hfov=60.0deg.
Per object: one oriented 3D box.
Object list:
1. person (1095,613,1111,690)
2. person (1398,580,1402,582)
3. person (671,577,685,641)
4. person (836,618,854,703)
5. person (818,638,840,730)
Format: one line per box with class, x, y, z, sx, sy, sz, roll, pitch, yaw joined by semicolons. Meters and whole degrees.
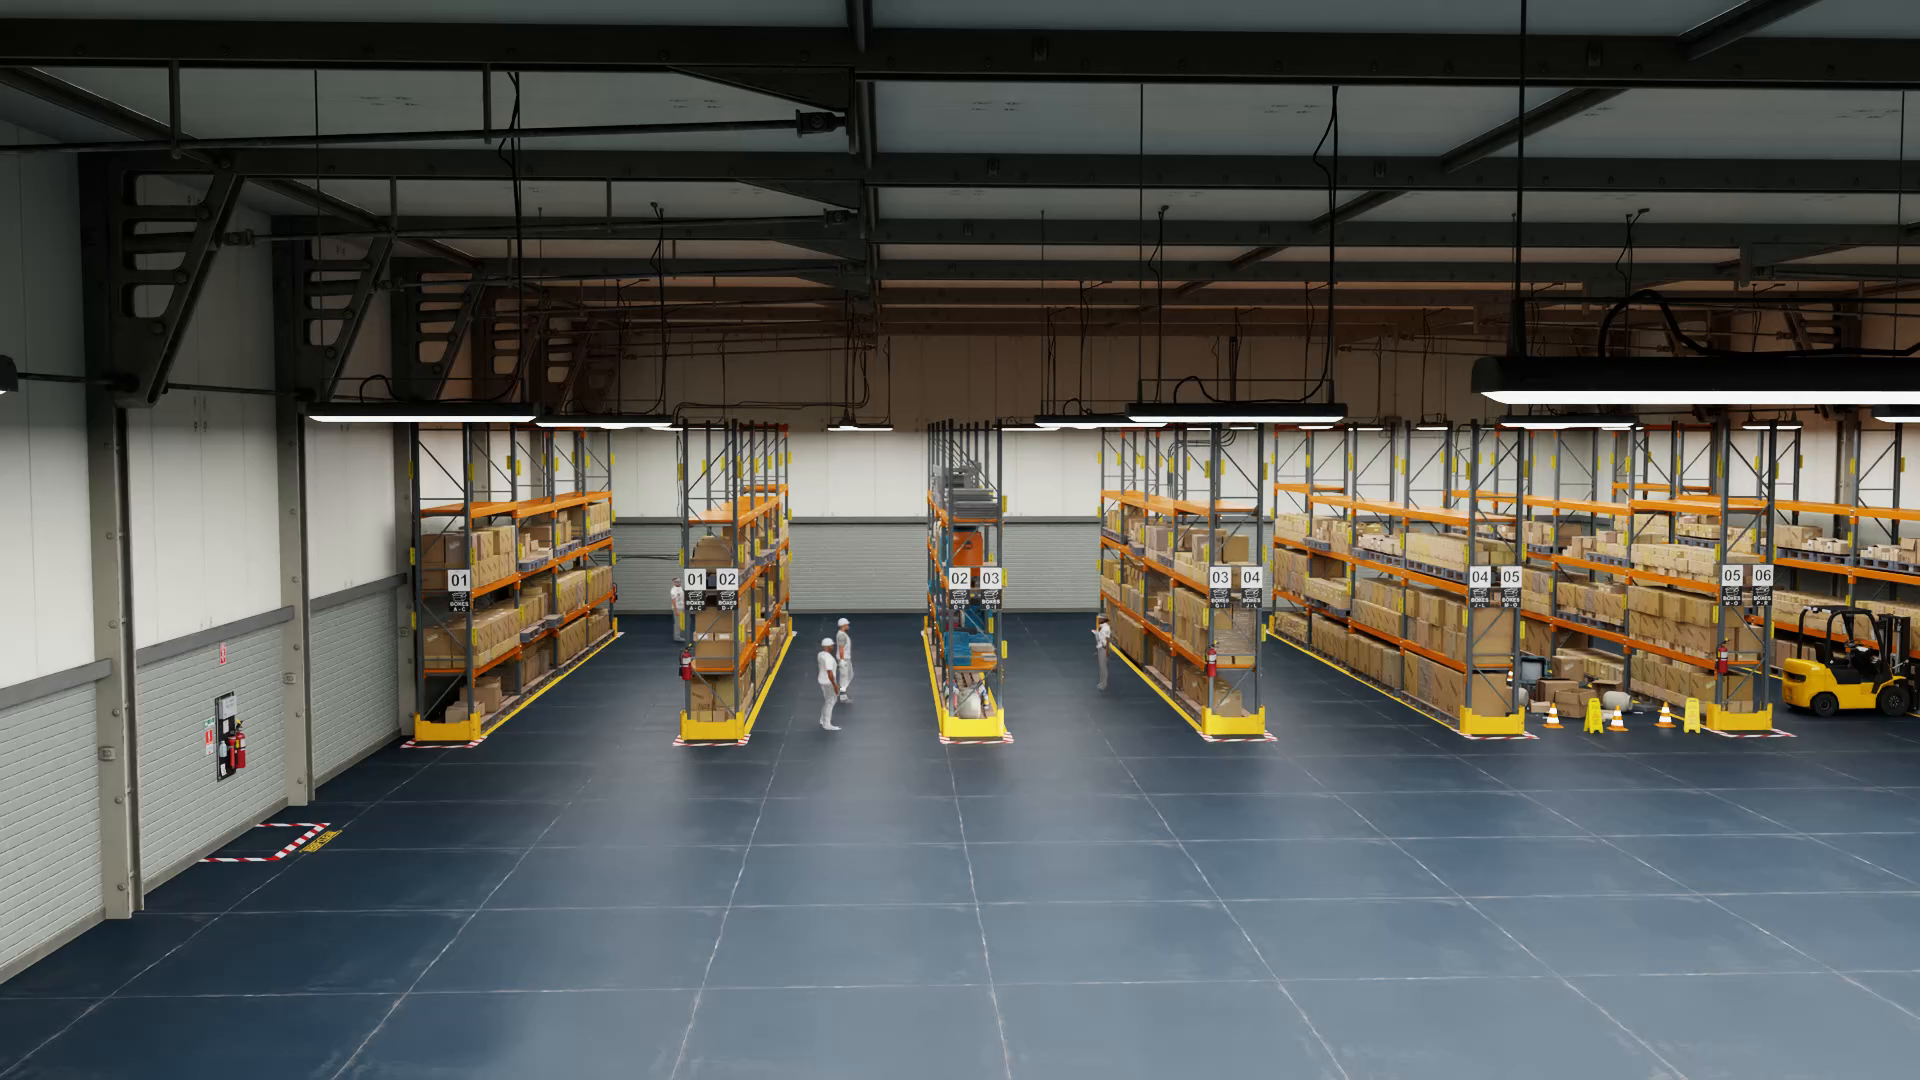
person;3.208;2.500;37.392;0.385;1.715;0.593;0;4;-7
person;11.694;1.962;44.705;0.510;1.789;0.597;2;4;32
person;-7.740;1.916;45.891;0.413;1.814;0.578;0;4;4
person;-2.449;2.572;35.410;0.379;1.813;0.604;0;4;-1
person;-2.547;2.804;32.198;0.387;1.801;0.653;-1;4;-12
